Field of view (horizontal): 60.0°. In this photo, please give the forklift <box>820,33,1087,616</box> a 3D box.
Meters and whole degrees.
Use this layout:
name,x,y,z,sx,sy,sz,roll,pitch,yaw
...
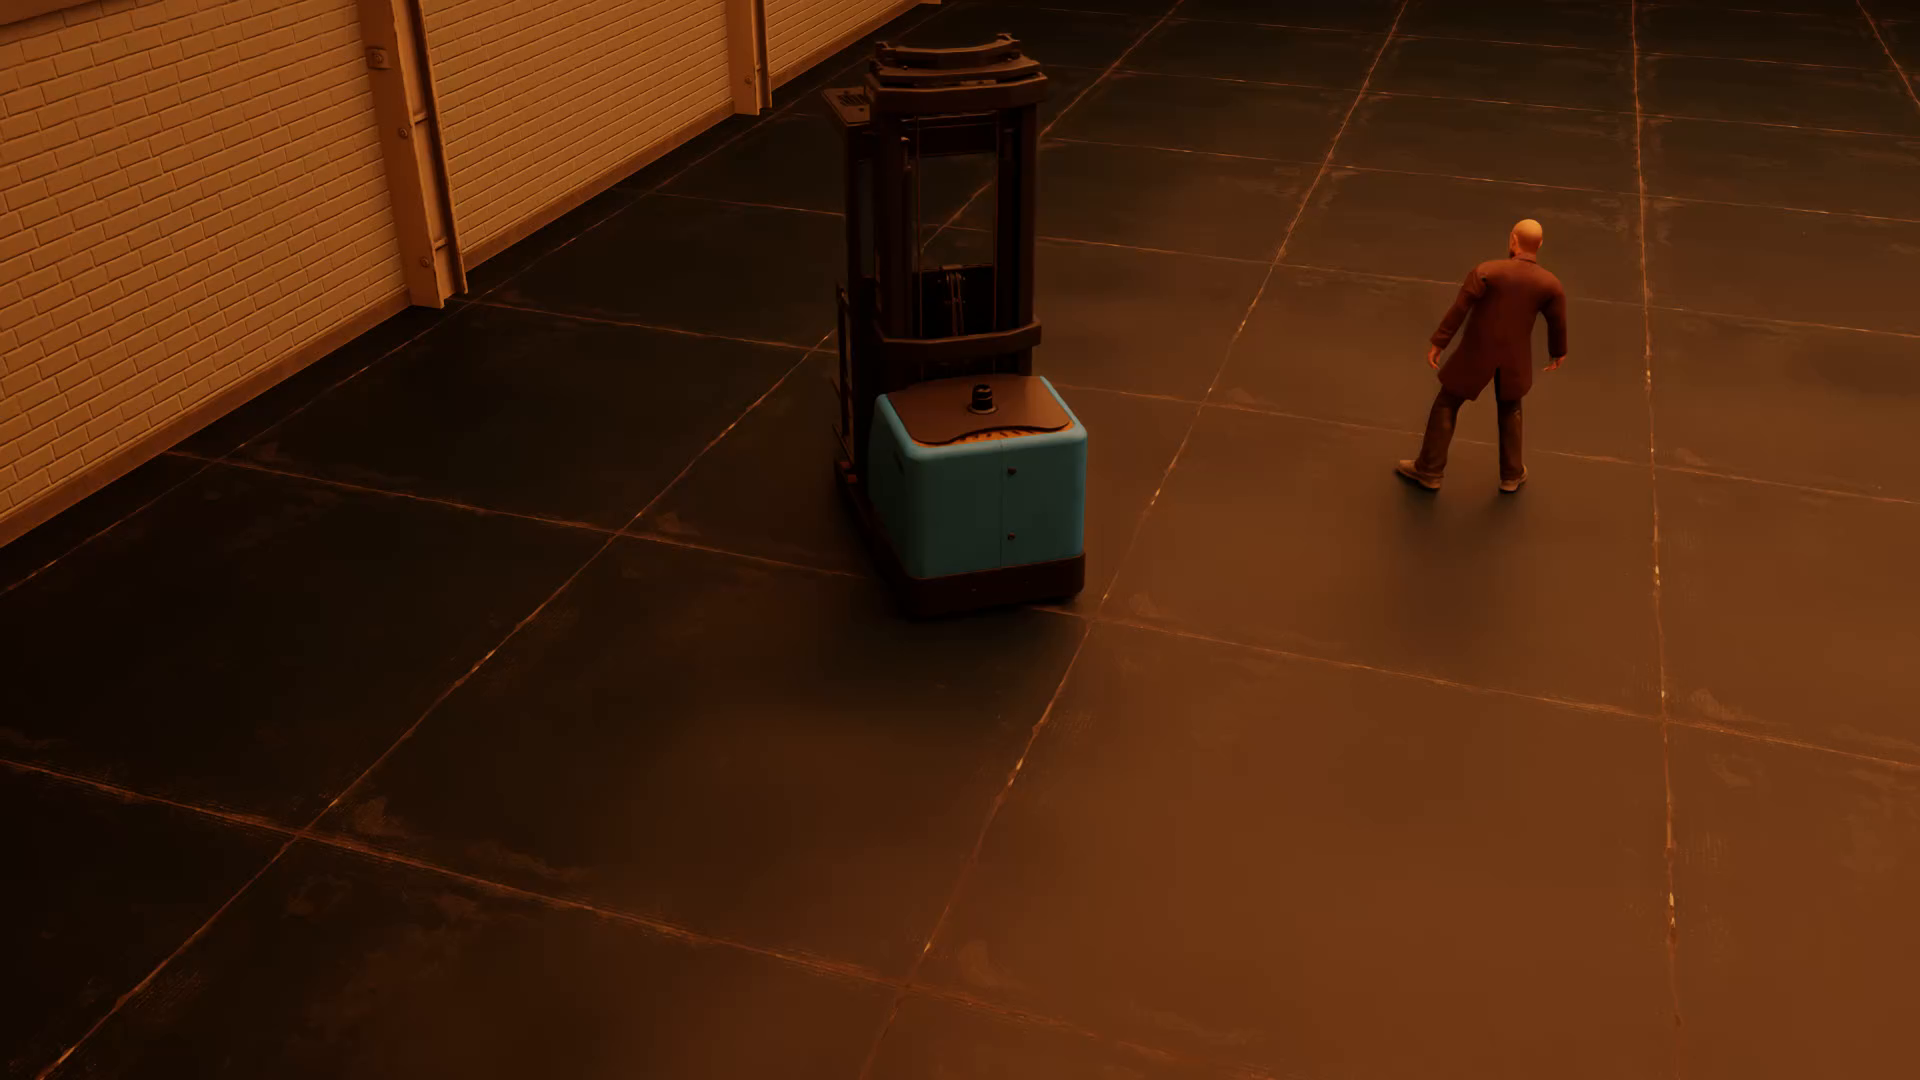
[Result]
name,x,y,z,sx,sy,sz,roll,pitch,yaw
forklift,-0.176,-1.569,9.889,1.130,2.935,3.031,-8,31,-13

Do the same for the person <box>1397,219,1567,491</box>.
name,x,y,z,sx,sy,sz,roll,pitch,yaw
person,3.326,-1.141,10.358,0.943,1.733,0.377,1,30,2
